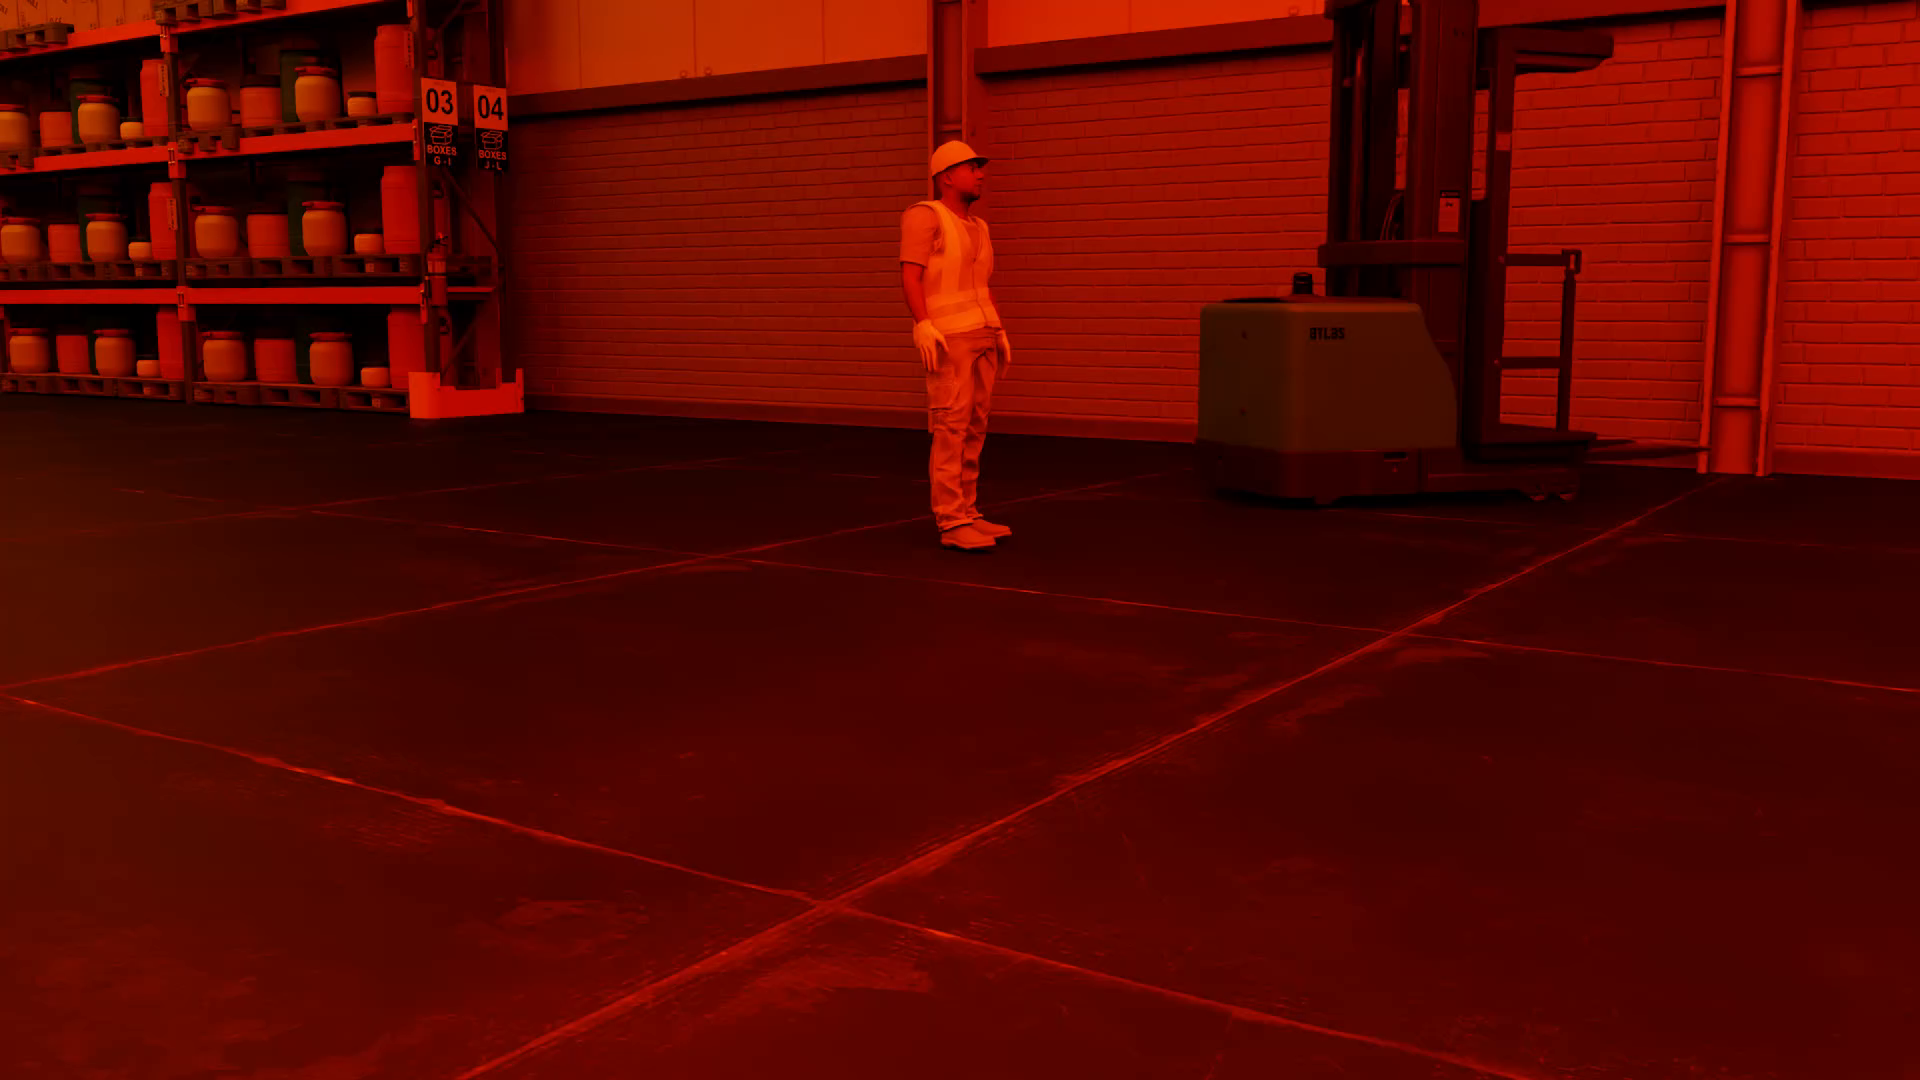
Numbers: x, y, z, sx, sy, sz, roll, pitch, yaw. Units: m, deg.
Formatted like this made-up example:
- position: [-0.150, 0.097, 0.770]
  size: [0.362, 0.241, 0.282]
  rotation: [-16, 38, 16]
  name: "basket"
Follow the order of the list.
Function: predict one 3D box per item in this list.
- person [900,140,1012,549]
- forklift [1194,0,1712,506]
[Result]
- position: [0.054, -0.883, 7.430]
  size: [0.577, 1.782, 0.656]
  rotation: [5, 10, 34]
  name: "person"
- position: [2.905, -1.736, 9.403]
  size: [3.031, 2.935, 1.130]
  rotation: [-3, 9, -21]
  name: "forklift"
